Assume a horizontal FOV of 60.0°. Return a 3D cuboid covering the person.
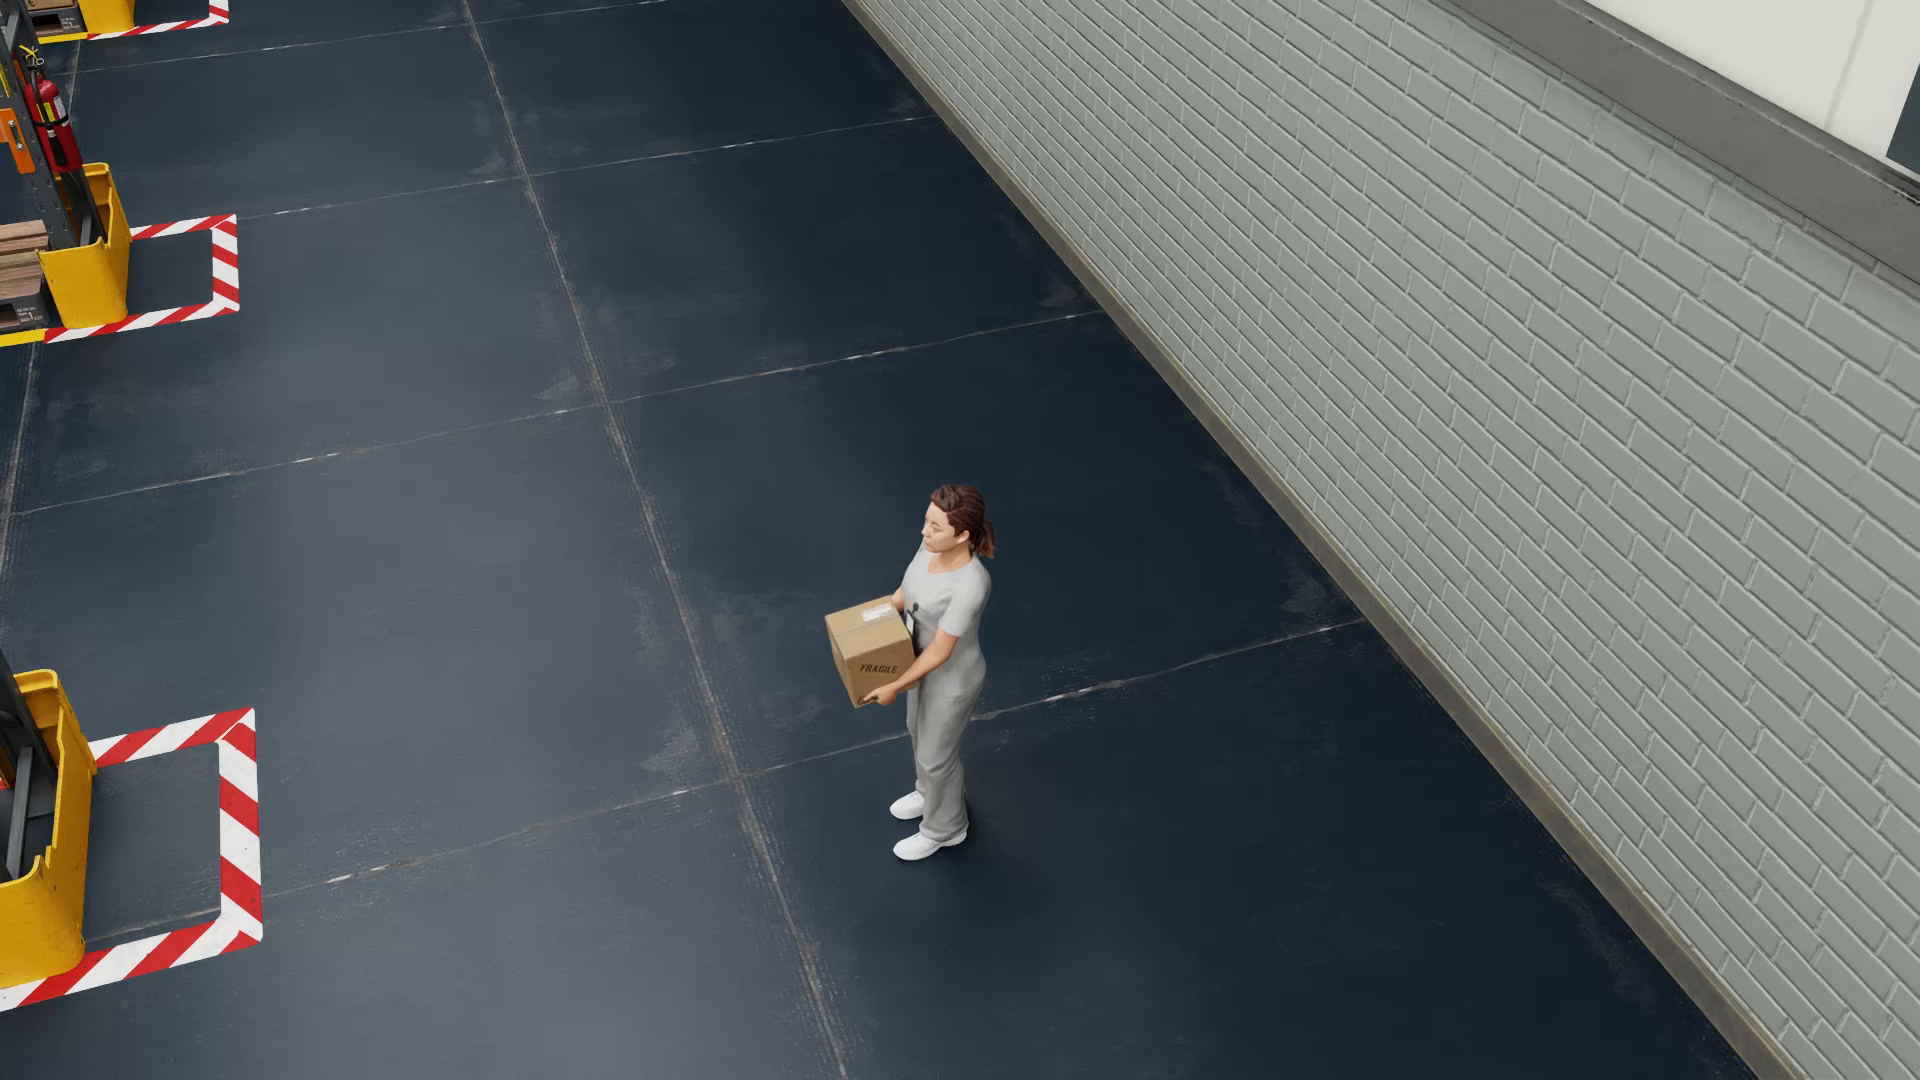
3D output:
[{"bbox_3d":[-0.130,0.503,6.147,0.548,1.667,0.434,-12,40,-15],"label":"person"}]
